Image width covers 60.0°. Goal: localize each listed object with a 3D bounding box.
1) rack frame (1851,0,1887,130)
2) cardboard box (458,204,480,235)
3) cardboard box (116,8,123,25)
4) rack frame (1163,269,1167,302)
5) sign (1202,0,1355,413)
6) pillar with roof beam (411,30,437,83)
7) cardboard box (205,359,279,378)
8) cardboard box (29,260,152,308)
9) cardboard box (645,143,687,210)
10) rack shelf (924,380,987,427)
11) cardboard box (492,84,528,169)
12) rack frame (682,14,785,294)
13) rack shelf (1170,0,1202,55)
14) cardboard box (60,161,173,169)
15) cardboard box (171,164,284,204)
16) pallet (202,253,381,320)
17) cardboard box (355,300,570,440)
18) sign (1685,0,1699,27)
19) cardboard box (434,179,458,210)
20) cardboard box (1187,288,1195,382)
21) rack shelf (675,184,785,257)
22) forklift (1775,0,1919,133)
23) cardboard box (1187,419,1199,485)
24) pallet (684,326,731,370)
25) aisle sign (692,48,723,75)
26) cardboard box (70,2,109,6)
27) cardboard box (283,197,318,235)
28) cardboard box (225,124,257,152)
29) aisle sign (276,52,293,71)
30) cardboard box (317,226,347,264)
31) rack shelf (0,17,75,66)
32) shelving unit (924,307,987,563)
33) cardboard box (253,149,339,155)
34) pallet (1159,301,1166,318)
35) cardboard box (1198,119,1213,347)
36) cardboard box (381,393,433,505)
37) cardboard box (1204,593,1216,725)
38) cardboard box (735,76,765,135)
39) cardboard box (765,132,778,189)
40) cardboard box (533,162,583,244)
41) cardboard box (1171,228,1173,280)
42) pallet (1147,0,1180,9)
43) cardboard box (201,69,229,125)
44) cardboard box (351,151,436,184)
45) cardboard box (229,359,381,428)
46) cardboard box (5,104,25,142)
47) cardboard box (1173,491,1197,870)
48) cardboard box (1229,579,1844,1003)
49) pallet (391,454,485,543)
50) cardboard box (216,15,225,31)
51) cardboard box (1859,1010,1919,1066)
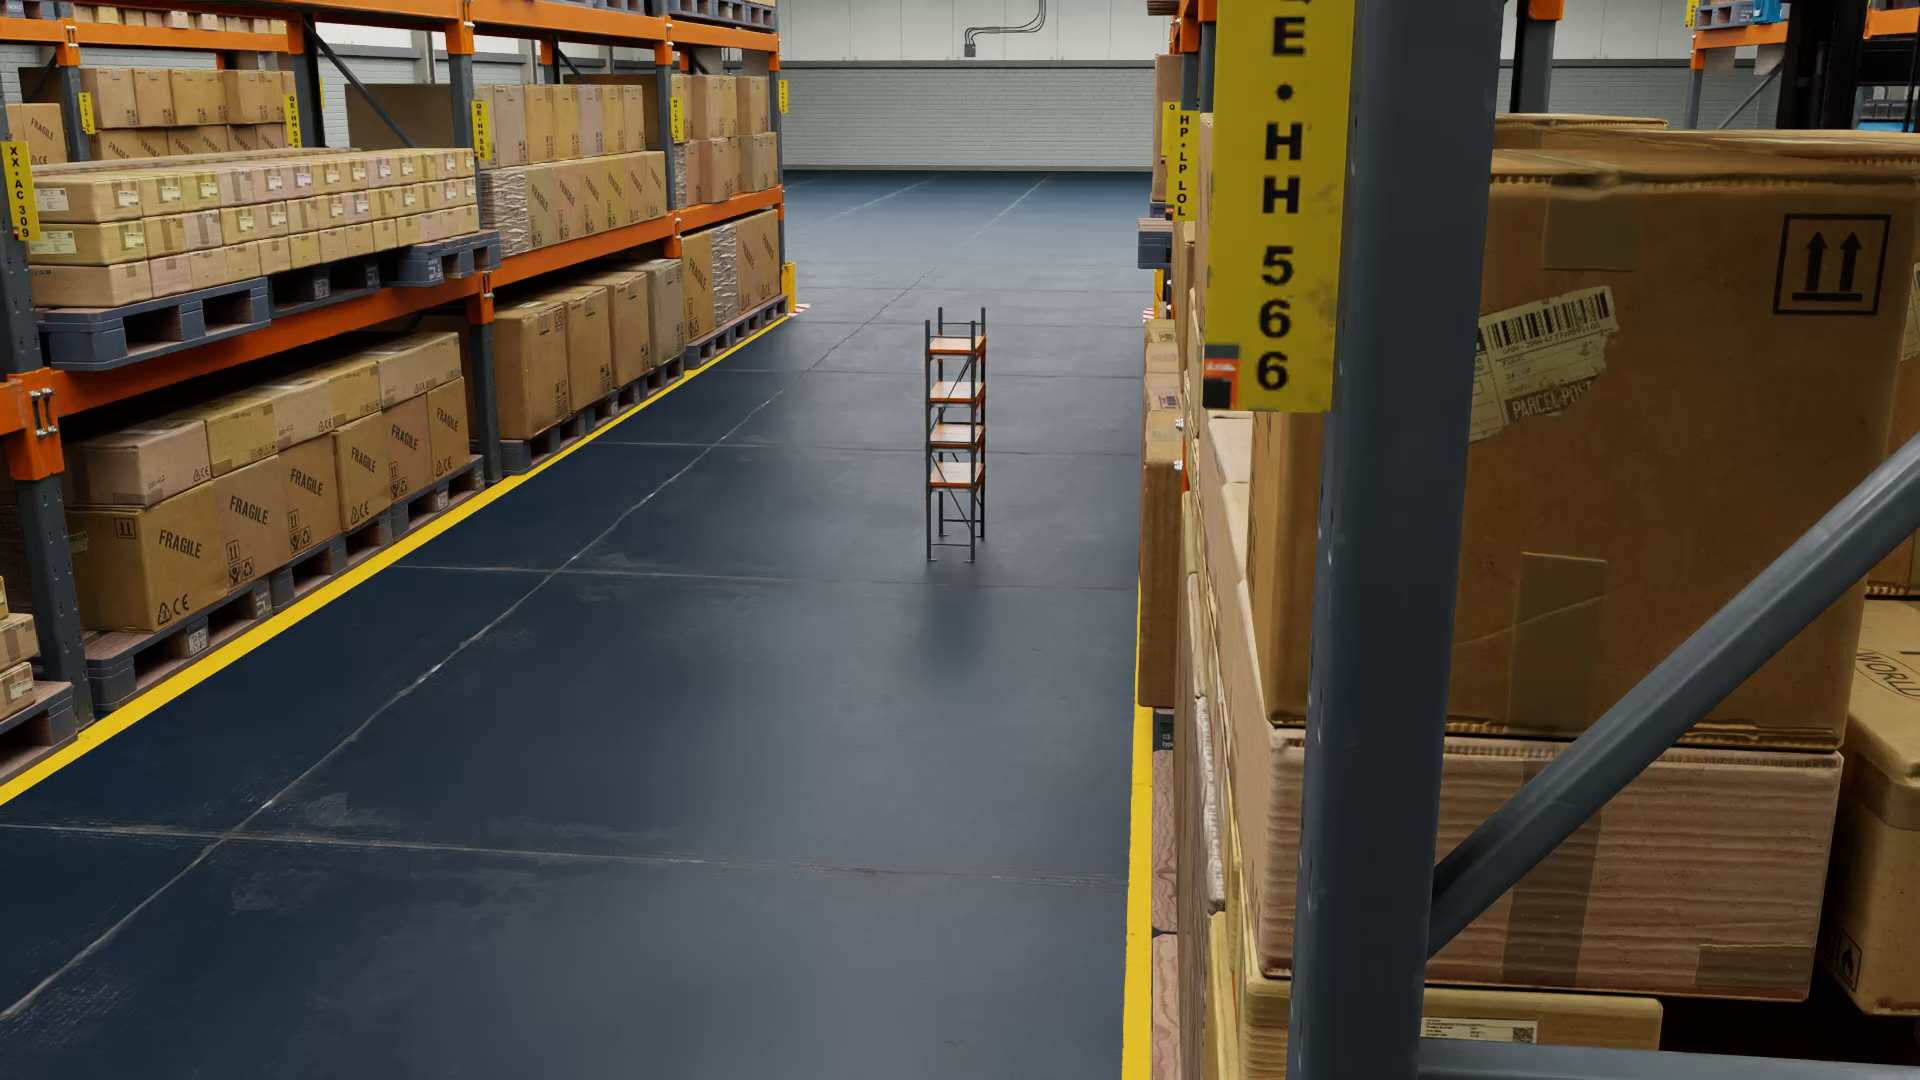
[{"bbox_3d":[7.040,-2.525,12.253,1.000,3.000,0.127,2,15,6],"label":"rack frame"},{"bbox_3d":[-2.848,-1.745,9.047,0.380,0.149,0.250,2,15,7],"label":"cardboard box"},{"bbox_3d":[-7.446,-4.497,14.280,0.380,0.149,0.250,2,15,6],"label":"cardboard box"},{"bbox_3d":[2.570,-3.708,16.629,1.000,3.000,0.127,2,15,6],"label":"rack frame"},{"bbox_3d":[0.227,-0.251,1.173,0.100,0.325,0.005,2,15,6],"label":"sign"},{"bbox_3d":[-6.874,-11.429,33.689,9.100,9.000,0.400,2,15,6],"label":"pillar with roof beam"},{"bbox_3d":[-3.694,-0.732,8.172,0.500,0.250,0.500,2,15,7],"label":"cardboard box"},{"bbox_3d":[-3.199,-0.938,6.062,0.380,0.149,0.250,1,15,4],"label":"cardboard box"},{"bbox_3d":[-2.768,-3.011,13.765,0.875,0.550,0.550,2,15,6],"label":"cardboard box"},{"bbox_3d":[-0.019,-0.687,8.306,0.258,0.148,0.480,2,15,6],"label":"rack shelf"},{"bbox_3d":[-3.133,-2.584,10.364,0.700,0.500,0.500,1,15,5],"label":"cardboard box"},{"bbox_3d":[-2.347,-3.880,17.266,1.000,3.000,0.127,2,15,6],"label":"rack frame"},{"bbox_3d":[1.893,-3.253,10.576,1.077,0.370,4.000,2,15,6],"label":"rack shelf"},{"bbox_3d":[-3.702,-1.585,7.313,0.380,0.149,0.250,1,15,4],"label":"cardboard box"},{"bbox_3d":[-3.083,-1.495,6.982,0.380,0.149,0.250,2,15,6],"label":"cardboard box"},{"bbox_3d":[-3.432,-1.198,7.715,1.003,0.211,1.213,2,15,6],"label":"pallet"},{"bbox_3d":[-3.091,-1.078,10.406,1.050,0.750,0.750,1,15,5],"label":"cardboard box"},{"bbox_3d":[6.945,-5.032,15.761,0.100,0.325,0.005,2,15,6],"label":"sign"},{"bbox_3d":[-2.881,-1.820,8.752,0.380,0.149,0.250,2,15,8],"label":"cardboard box"},{"bbox_3d":[0.903,-0.553,4.677,0.500,0.250,0.500,1,15,5],"label":"cardboard box"},{"bbox_3d":[-2.572,-3.014,15.442,1.077,0.370,4.000,2,15,6],"label":"rack shelf"},{"bbox_3d":[4.730,-1.357,8.065,3.031,2.935,1.130,-6,16,-22],"label":"forklift"},{"bbox_3d":[0.766,-0.203,4.147,0.380,0.149,0.250,1,15,5],"label":"cardboard box"},{"bbox_3d":[-2.634,-1.692,14.514,1.003,0.211,1.213,2,15,6],"label":"pallet"},{"bbox_3d":[-2.637,-5.163,17.027,0.394,0.787,0.004,2,15,6],"label":"aisle sign"},{"bbox_3d":[-7.406,-4.588,13.853,0.500,0.250,0.500,1,15,5],"label":"cardboard box"},{"bbox_3d":[-3.056,-1.422,7.282,0.380,0.149,0.250,1,15,5],"label":"cardboard box"},{"bbox_3d":[-7.185,-3.784,16.146,0.500,0.500,0.500,2,15,6],"label":"cardboard box"},{"bbox_3d":[-6.981,-5.262,17.397,0.394,0.787,0.004,2,15,6],"label":"aisle sign"},{"bbox_3d":[-3.026,-1.342,7.556,0.380,0.149,0.250,1,15,4],"label":"cardboard box"},{"bbox_3d":[-7.954,-3.545,11.656,1.077,0.370,4.000,2,15,6],"label":"rack shelf"},{"bbox_3d":[-0.019,-0.536,8.347,0.258,1.200,0.503,2,15,6],"label":"shelving unit"},{"bbox_3d":[-3.522,-1.990,8.813,0.380,0.149,0.250,1,15,5],"label":"cardboard box"},{"bbox_3d":[2.435,-2.133,16.145,1.003,0.211,1.213,2,15,6],"label":"pallet"},{"bbox_3d":[0.791,-0.650,3.599,0.500,0.500,0.500,1,15,4],"label":"cardboard box"},{"bbox_3d":[-3.126,-0.489,8.707,0.500,0.500,0.500,2,15,9],"label":"cardboard box"},{"bbox_3d":[0.592,0.196,2.672,0.380,0.149,0.250,1,15,5],"label":"cardboard box"},{"bbox_3d":[-2.397,-4.234,16.216,0.875,0.550,0.550,2,15,6],"label":"cardboard box"},{"bbox_3d":[-2.344,-3.855,16.886,0.875,0.550,0.550,2,15,6],"label":"cardboard box"},{"bbox_3d":[-2.819,-2.225,10.952,0.500,0.500,0.500,2,15,6],"label":"cardboard box"},{"bbox_3d":[1.342,-1.563,8.506,0.500,0.500,0.500,2,15,8],"label":"cardboard box"},{"bbox_3d":[1.829,-3.602,10.849,1.213,0.211,1.003,2,15,6],"label":"pallet"},{"bbox_3d":[-7.331,-4.144,15.564,0.700,0.500,0.500,2,15,6],"label":"cardboard box"},{"bbox_3d":[-2.909,-1.901,8.481,0.380,0.149,0.250,2,15,8],"label":"cardboard box"},{"bbox_3d":[-3.185,-0.716,8.110,0.500,0.250,0.500,2,15,8],"label":"cardboard box"},{"bbox_3d":[-7.607,-3.102,12.821,0.500,0.500,0.500,2,15,7],"label":"cardboard box"},{"bbox_3d":[1.062,0.396,4.717,0.875,0.875,0.875,2,15,6],"label":"cardboard box"},{"bbox_3d":[0.556,0.237,1.757,0.500,0.250,0.500,1,15,5],"label":"cardboard box"},{"bbox_3d":[-3.339,-0.257,9.207,1.003,0.211,1.213,2,15,6],"label":"pallet"},{"bbox_3d":[-7.211,-4.895,15.752,0.380,0.149,0.250,1,15,5],"label":"cardboard box"},{"bbox_3d":[1.133,0.481,1.619,0.380,0.149,0.250,2,15,7],"label":"cardboard box"}]
